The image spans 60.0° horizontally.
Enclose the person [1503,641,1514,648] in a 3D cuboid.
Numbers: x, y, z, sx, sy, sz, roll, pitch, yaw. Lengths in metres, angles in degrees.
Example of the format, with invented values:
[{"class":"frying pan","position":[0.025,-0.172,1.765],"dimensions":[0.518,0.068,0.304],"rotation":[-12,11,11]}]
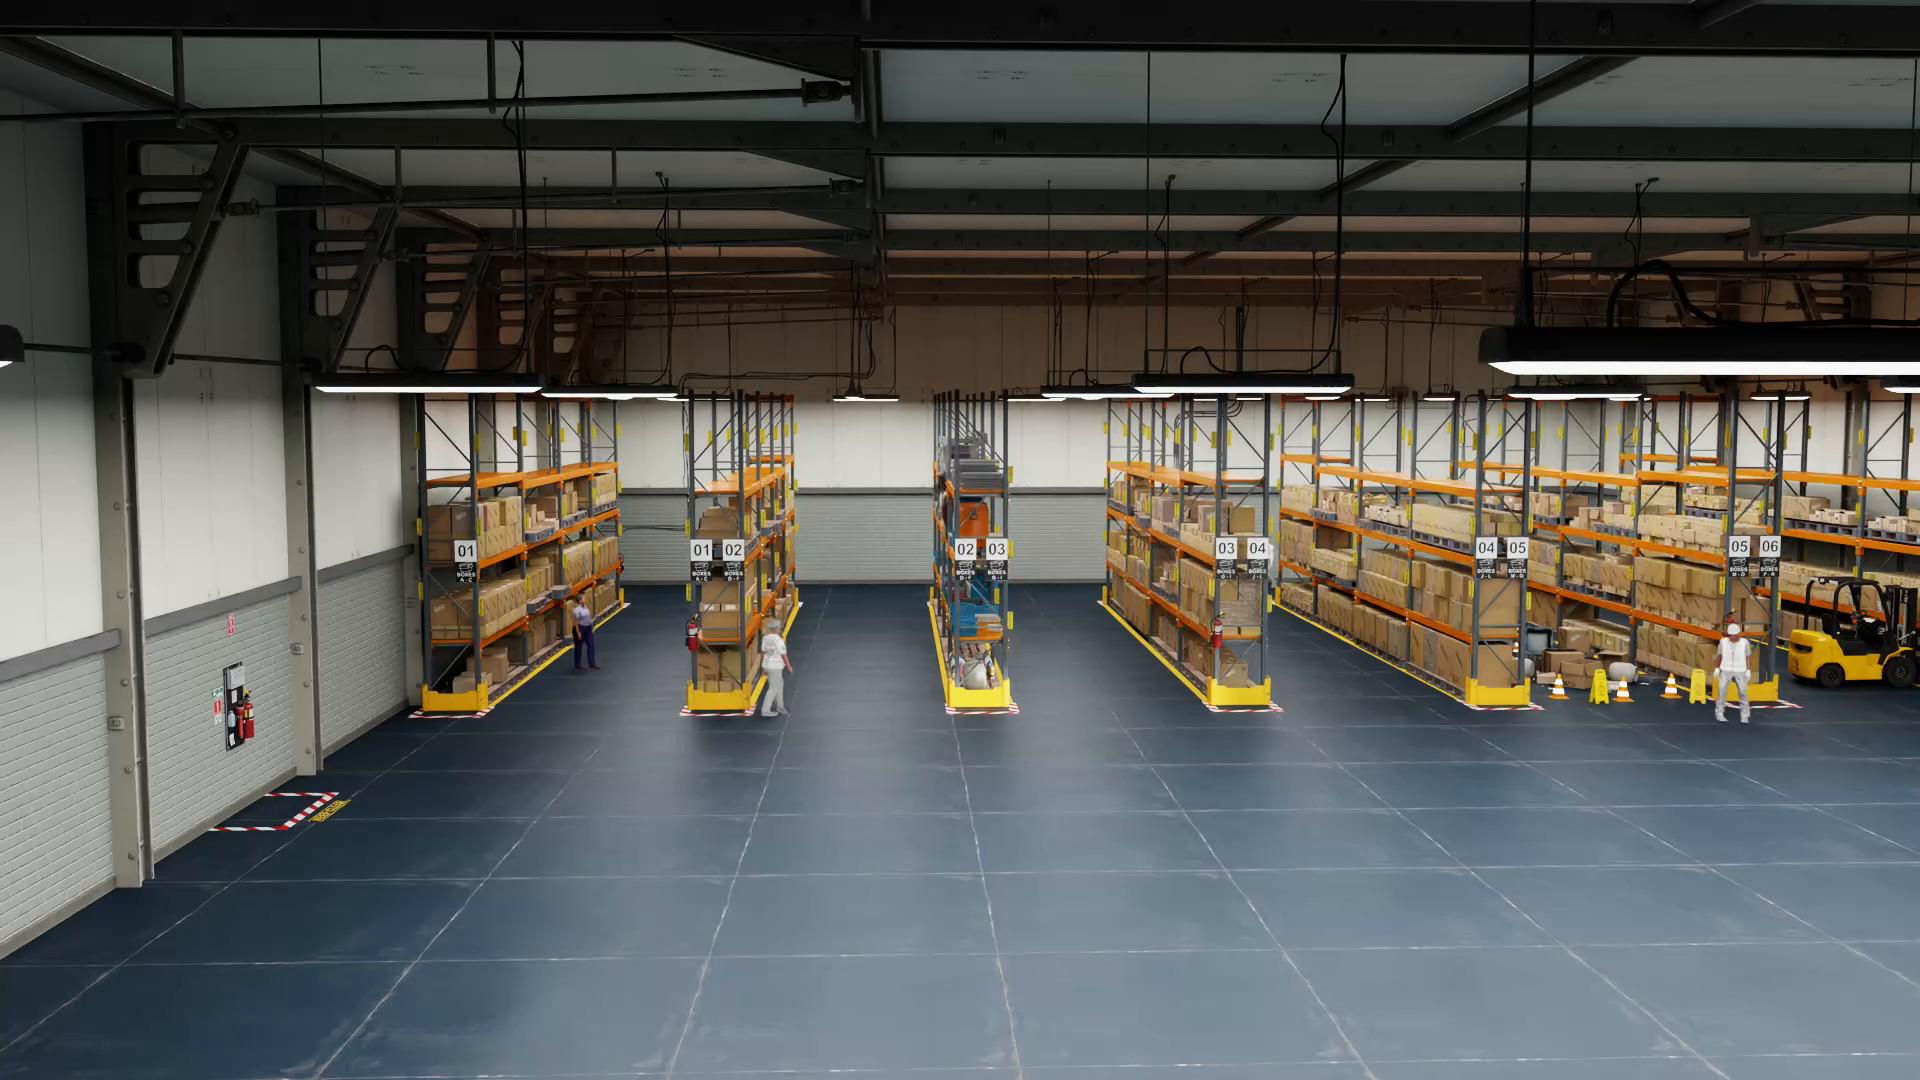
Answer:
[{"class":"person","position":[12.767,1.716,38.941],"dimensions":[0.412,1.689,0.510],"rotation":[2,5,24]}]

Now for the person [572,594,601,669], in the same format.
[{"class":"person","position":[-8.124,1.985,35.939],"dimensions":[0.574,1.644,0.504],"rotation":[4,6,40]}]

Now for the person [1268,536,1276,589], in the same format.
[{"class":"person","position":[9.465,0.690,51.257],"dimensions":[0.472,1.676,0.475],"rotation":[-2,5,-19]}]

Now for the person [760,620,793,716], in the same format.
[{"class":"person","position":[-3.347,2.367,30.514],"dimensions":[0.682,1.820,0.553],"rotation":[-3,6,-33]}]

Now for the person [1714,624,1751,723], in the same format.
[{"class":"person","position":[13.940,2.386,30.010],"dimensions":[0.617,1.780,0.424],"rotation":[3,5,30]}]
